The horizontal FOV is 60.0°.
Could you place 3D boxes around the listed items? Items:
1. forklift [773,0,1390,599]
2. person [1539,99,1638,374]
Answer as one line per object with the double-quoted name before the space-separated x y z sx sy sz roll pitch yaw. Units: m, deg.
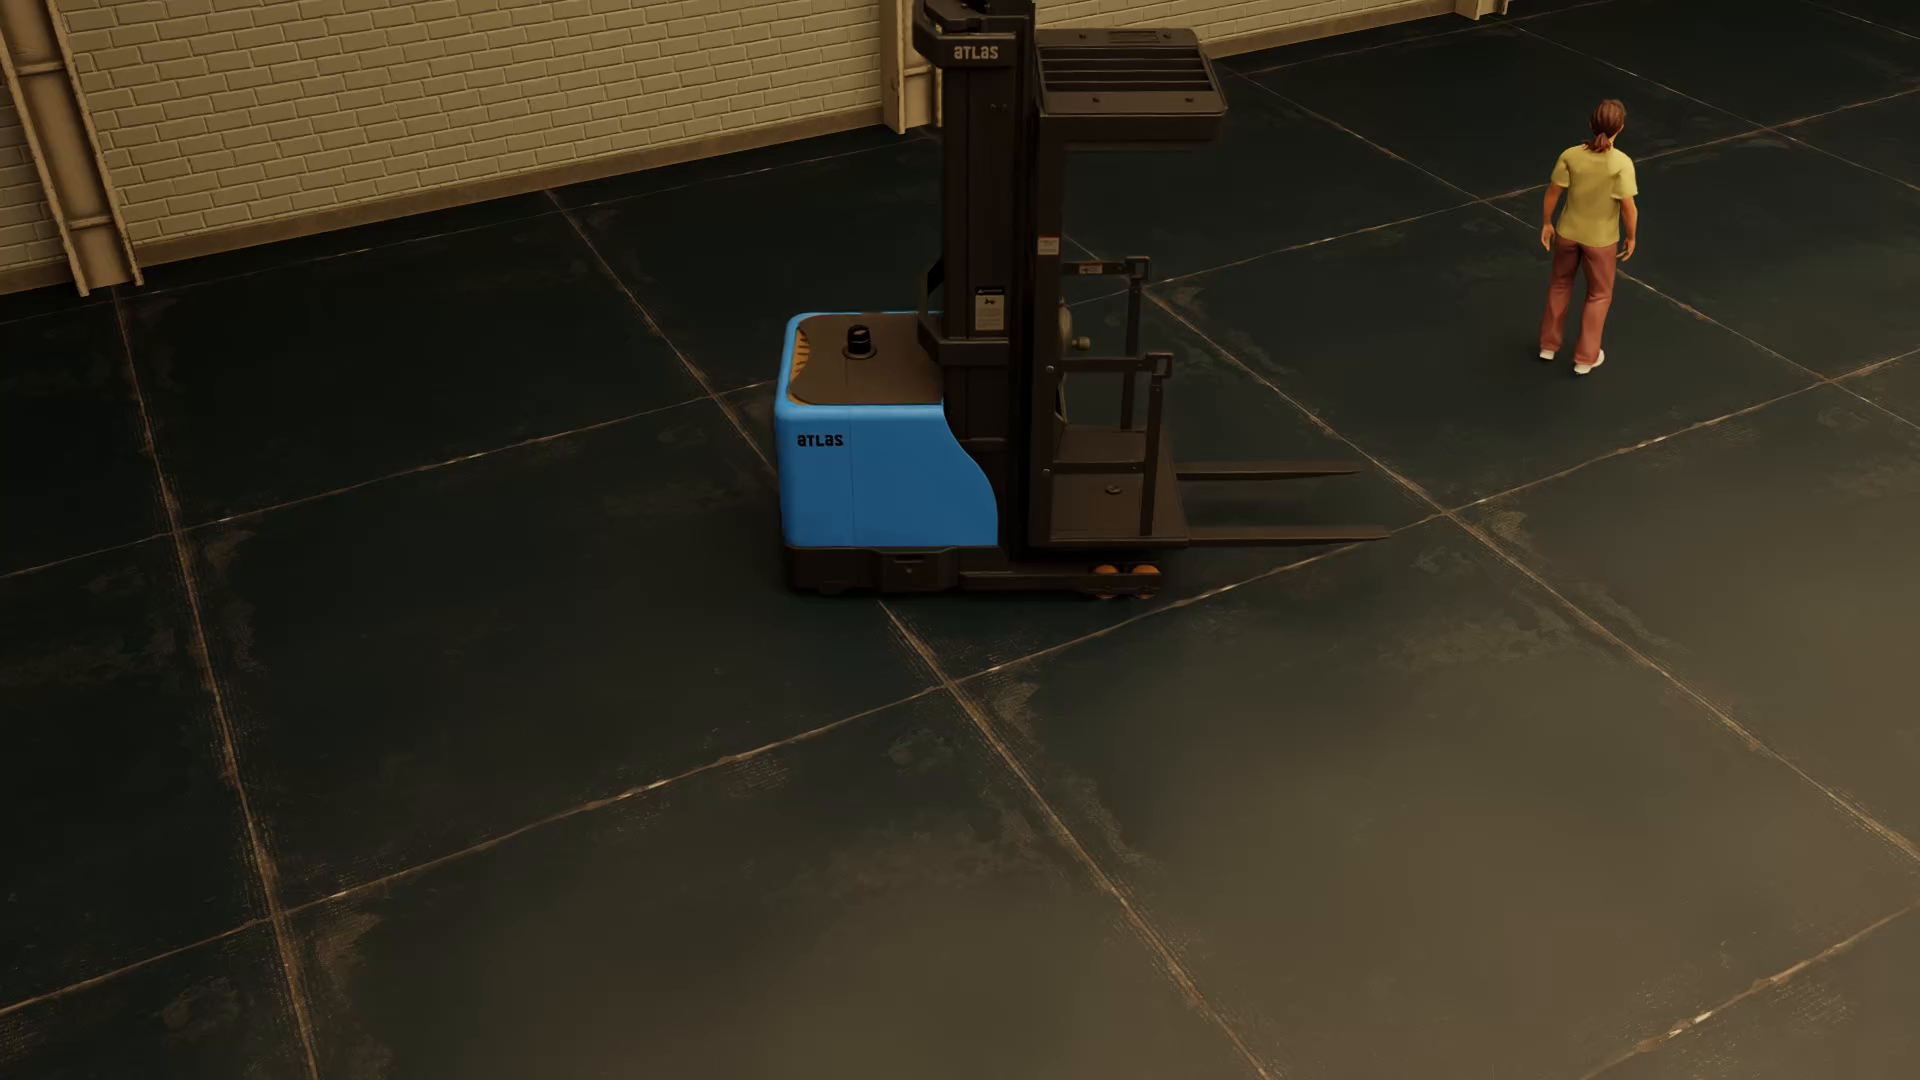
"forklift" 0.628 -1.213 7.840 3.031 2.935 1.130 0 35 -1
"person" 3.682 -1.775 9.740 0.538 1.690 0.479 24 42 30
